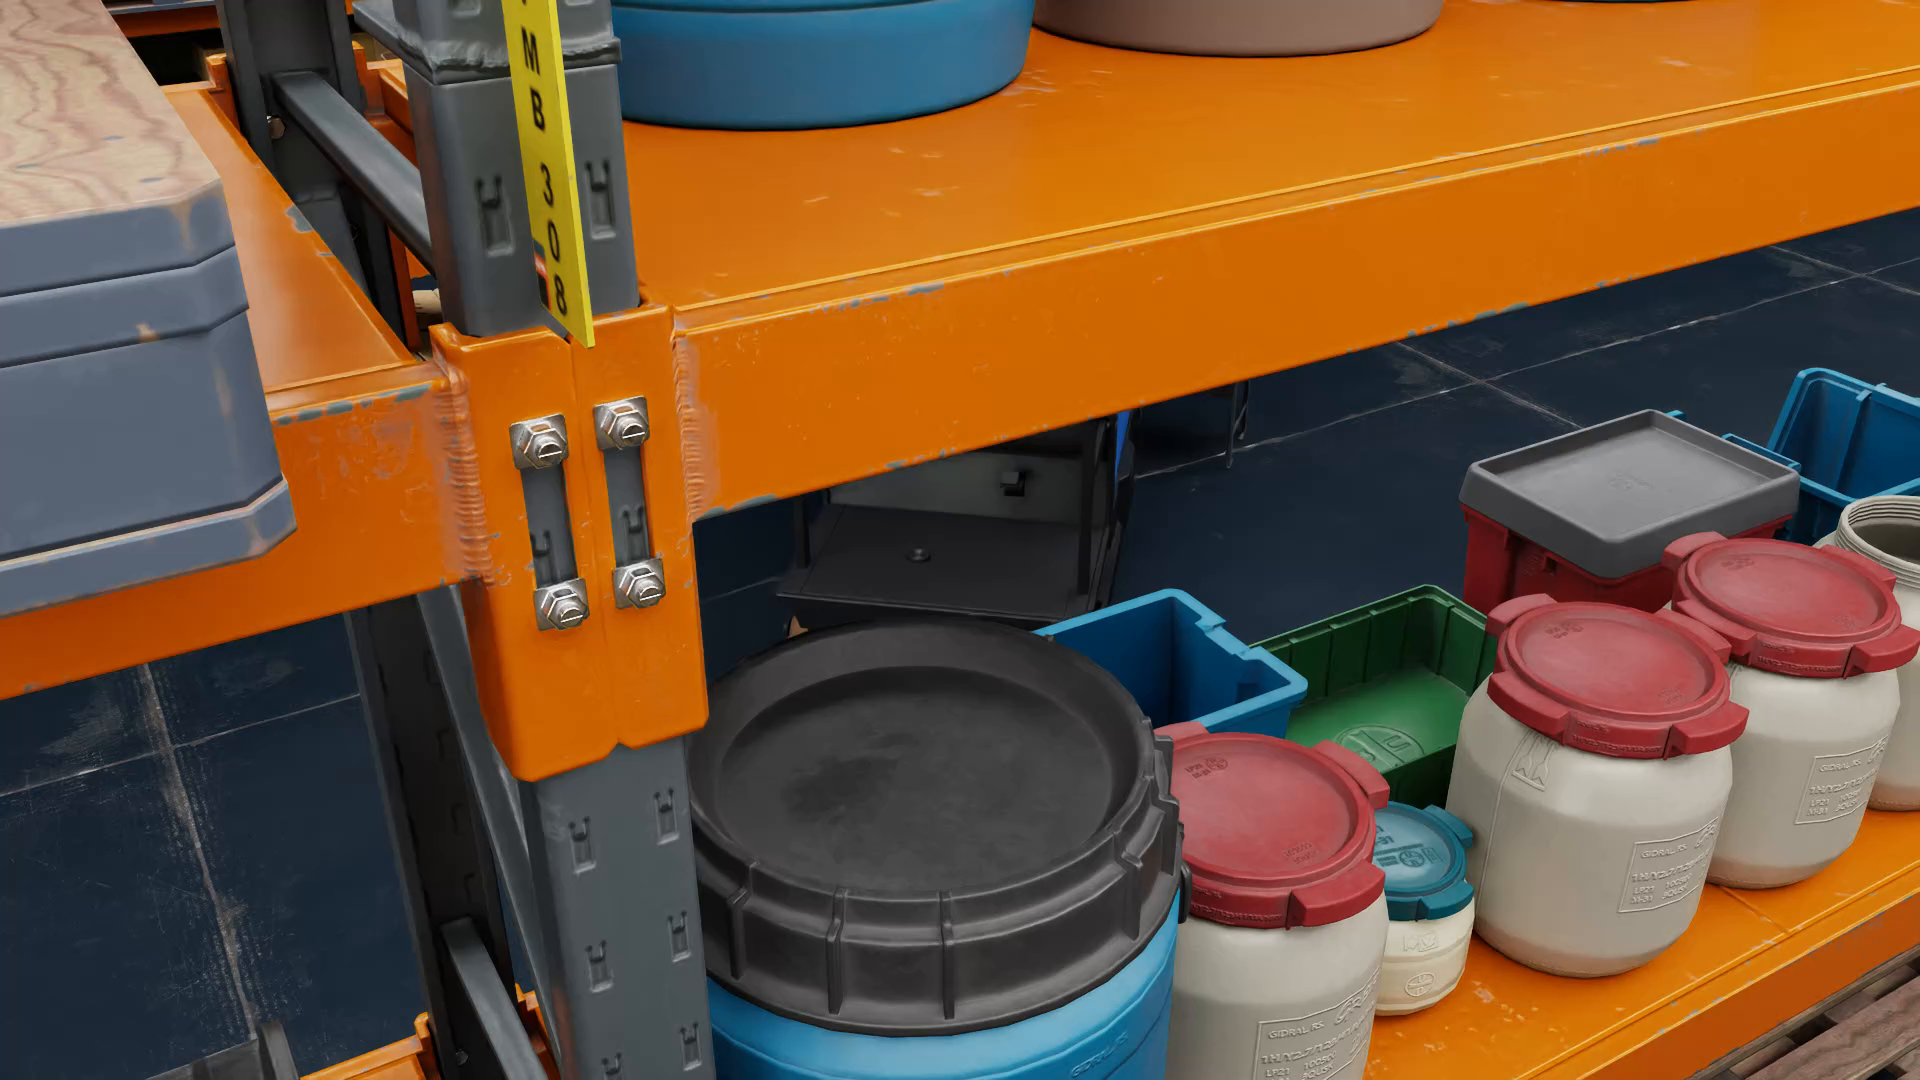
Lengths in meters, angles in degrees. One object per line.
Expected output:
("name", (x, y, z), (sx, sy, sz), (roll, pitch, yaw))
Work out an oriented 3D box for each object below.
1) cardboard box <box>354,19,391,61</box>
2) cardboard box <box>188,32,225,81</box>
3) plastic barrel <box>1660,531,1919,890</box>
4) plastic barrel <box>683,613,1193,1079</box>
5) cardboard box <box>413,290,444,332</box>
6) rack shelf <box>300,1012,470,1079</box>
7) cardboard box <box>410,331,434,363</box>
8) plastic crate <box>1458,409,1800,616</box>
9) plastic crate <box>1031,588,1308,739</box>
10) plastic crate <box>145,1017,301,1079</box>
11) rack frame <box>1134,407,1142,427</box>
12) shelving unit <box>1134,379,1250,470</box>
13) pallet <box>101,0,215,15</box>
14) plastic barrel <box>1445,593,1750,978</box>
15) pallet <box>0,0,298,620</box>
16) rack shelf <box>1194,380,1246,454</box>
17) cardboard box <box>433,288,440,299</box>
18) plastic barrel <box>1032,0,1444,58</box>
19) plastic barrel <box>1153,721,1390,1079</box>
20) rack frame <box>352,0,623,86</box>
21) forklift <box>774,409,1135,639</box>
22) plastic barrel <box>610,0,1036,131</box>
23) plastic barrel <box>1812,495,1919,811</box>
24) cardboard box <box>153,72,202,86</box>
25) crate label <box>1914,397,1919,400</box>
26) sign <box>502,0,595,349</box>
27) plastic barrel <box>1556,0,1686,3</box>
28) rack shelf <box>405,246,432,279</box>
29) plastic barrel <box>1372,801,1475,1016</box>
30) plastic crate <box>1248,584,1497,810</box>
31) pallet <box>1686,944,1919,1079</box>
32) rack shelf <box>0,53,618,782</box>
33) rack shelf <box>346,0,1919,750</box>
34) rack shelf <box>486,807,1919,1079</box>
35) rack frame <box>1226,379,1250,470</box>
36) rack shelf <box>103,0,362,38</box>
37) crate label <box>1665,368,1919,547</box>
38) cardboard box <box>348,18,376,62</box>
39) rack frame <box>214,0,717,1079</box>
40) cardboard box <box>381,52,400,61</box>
("cardboard box", (-3.666, -3.296, 10.974), (0.500, 0.250, 0.500), (-16, 33, -27))
("cardboard box", (-4.552, -3.053, 10.533), (0.500, 0.250, 0.500), (-17, 33, -27))
("plastic barrel", (1.405, 0.309, 2.945), (0.433, 0.535, 0.433), (0, 29, 0))
("plastic barrel", (-0.050, 0.609, 2.023), (0.708, 0.901, 0.600), (-16, 33, -26))
("cardboard box", (-2.394, -0.841, 7.001), (0.500, 0.311, 0.500), (-15, 32, -25))
("rack shelf", (-2.261, 1.602, 1.488), (4.000, 0.370, 1.077), (-16, 33, -26))
("cardboard box", (-2.126, -0.611, 6.583), (0.500, 0.311, 0.500), (-16, 33, -27))
("plastic crate", (1.364, 0.058, 3.474), (0.583, 0.464, 0.402), (-16, 33, -26))
("plastic crate", (0.257, 0.404, 2.929), (0.575, 0.384, 0.392), (-16, 33, -26))
("plastic crate", (-1.053, 0.899, 2.080), (0.504, 0.338, 0.767), (-16, 33, -26))
("rack frame", (0.776, -1.395, 7.104), (0.015, 2.100, 0.400), (9, 30, 16))
("shelving unit", (1.007, -1.358, 7.035), (0.503, 2.100, 0.431), (9, 30, 16))
("pallet", (-4.823, -3.372, 9.955), (1.213, 0.211, 1.003), (-16, 33, -26))
("plastic barrel", (1.032, 0.415, 2.753), (0.433, 0.535, 0.433), (0, 29, 0))
("pallet", (-1.109, -0.216, 1.128), (1.003, 0.211, 1.213), (-16, 33, -26))
("rack shelf", (1.009, -0.733, 7.379), (0.480, 0.518, 0.431), (9, 30, 16))
("cardboard box", (-1.962, -0.963, 7.220), (0.500, 0.311, 0.500), (-16, 33, -26))
("plastic barrel", (0.356, -1.111, 2.035), (0.600, 0.901, 0.600), (0, 29, 0))
("plastic barrel", (0.399, 0.595, 2.427), (0.433, 0.535, 0.433), (0, 29, 0))
("rack frame", (-0.537, -1.829, 0.752), (0.127, 3.000, 1.000), (-16, 33, -26))
("forklift", (-0.019, -0.964, 5.463), (1.130, 2.935, 3.031), (5, 29, 9))
("plastic barrel", (-0.208, -0.951, 1.745), (0.708, 0.901, 0.600), (-16, 33, -26))
("plastic barrel", (1.770, 0.213, 3.144), (0.421, 0.512, 0.421), (0, 29, 0))
("cardboard box", (-4.930, -2.615, 10.516), (0.500, 0.500, 0.700), (-15, 32, -25))
("crate label", (2.359, -0.162, 4.112), (0.416, 0.233, 0.303), (-16, 33, -26))
("sign", (-0.268, -0.288, 1.054), (0.005, 0.325, 0.100), (-16, 33, -26))
("plastic barrel", (0.920, -1.271, 2.325), (0.708, 0.901, 0.600), (-16, 33, -26))
("rack shelf", (-1.319, -1.442, 7.003), (4.000, 0.370, 1.077), (-16, 33, -26))
("plastic barrel", (0.682, 0.598, 2.706), (0.301, 0.262, 0.301), (0, 29, 0))
("plastic crate", (0.822, 0.346, 3.238), (0.662, 0.188, 0.450), (-16, 33, -26))
("pallet", (2.224, 1.212, 4.335), (1.213, 0.211, 1.003), (-16, 33, -26))
("rack shelf", (-2.261, 0.288, 0.763), (4.000, 0.370, 1.077), (-16, 33, -26))
("rack shelf", (1.188, -0.691, 2.537), (4.000, 0.370, 1.077), (-16, 33, -26))
("rack shelf", (1.188, 0.622, 3.262), (4.000, 0.370, 1.077), (-16, 33, -26))
("rack frame", (1.238, -1.321, 6.967), (0.015, 2.100, 0.400), (9, 30, 16))
("rack shelf", (-3.831, -3.505, 10.740), (4.000, 0.370, 1.077), (-16, 33, -26))
("crate label", (1.918, -0.067, 3.730), (0.616, 0.435, 0.502), (-16, 33, -26))
("cardboard box", (-4.105, -3.182, 10.767), (0.500, 0.250, 0.500), (-17, 33, -28))
("rack frame", (-0.537, 0.797, 2.201), (0.127, 3.000, 1.000), (-16, 33, -26))
("cardboard box", (-1.918, -1.621, 6.480), (0.500, 0.500, 0.500), (-13, 32, -23))
